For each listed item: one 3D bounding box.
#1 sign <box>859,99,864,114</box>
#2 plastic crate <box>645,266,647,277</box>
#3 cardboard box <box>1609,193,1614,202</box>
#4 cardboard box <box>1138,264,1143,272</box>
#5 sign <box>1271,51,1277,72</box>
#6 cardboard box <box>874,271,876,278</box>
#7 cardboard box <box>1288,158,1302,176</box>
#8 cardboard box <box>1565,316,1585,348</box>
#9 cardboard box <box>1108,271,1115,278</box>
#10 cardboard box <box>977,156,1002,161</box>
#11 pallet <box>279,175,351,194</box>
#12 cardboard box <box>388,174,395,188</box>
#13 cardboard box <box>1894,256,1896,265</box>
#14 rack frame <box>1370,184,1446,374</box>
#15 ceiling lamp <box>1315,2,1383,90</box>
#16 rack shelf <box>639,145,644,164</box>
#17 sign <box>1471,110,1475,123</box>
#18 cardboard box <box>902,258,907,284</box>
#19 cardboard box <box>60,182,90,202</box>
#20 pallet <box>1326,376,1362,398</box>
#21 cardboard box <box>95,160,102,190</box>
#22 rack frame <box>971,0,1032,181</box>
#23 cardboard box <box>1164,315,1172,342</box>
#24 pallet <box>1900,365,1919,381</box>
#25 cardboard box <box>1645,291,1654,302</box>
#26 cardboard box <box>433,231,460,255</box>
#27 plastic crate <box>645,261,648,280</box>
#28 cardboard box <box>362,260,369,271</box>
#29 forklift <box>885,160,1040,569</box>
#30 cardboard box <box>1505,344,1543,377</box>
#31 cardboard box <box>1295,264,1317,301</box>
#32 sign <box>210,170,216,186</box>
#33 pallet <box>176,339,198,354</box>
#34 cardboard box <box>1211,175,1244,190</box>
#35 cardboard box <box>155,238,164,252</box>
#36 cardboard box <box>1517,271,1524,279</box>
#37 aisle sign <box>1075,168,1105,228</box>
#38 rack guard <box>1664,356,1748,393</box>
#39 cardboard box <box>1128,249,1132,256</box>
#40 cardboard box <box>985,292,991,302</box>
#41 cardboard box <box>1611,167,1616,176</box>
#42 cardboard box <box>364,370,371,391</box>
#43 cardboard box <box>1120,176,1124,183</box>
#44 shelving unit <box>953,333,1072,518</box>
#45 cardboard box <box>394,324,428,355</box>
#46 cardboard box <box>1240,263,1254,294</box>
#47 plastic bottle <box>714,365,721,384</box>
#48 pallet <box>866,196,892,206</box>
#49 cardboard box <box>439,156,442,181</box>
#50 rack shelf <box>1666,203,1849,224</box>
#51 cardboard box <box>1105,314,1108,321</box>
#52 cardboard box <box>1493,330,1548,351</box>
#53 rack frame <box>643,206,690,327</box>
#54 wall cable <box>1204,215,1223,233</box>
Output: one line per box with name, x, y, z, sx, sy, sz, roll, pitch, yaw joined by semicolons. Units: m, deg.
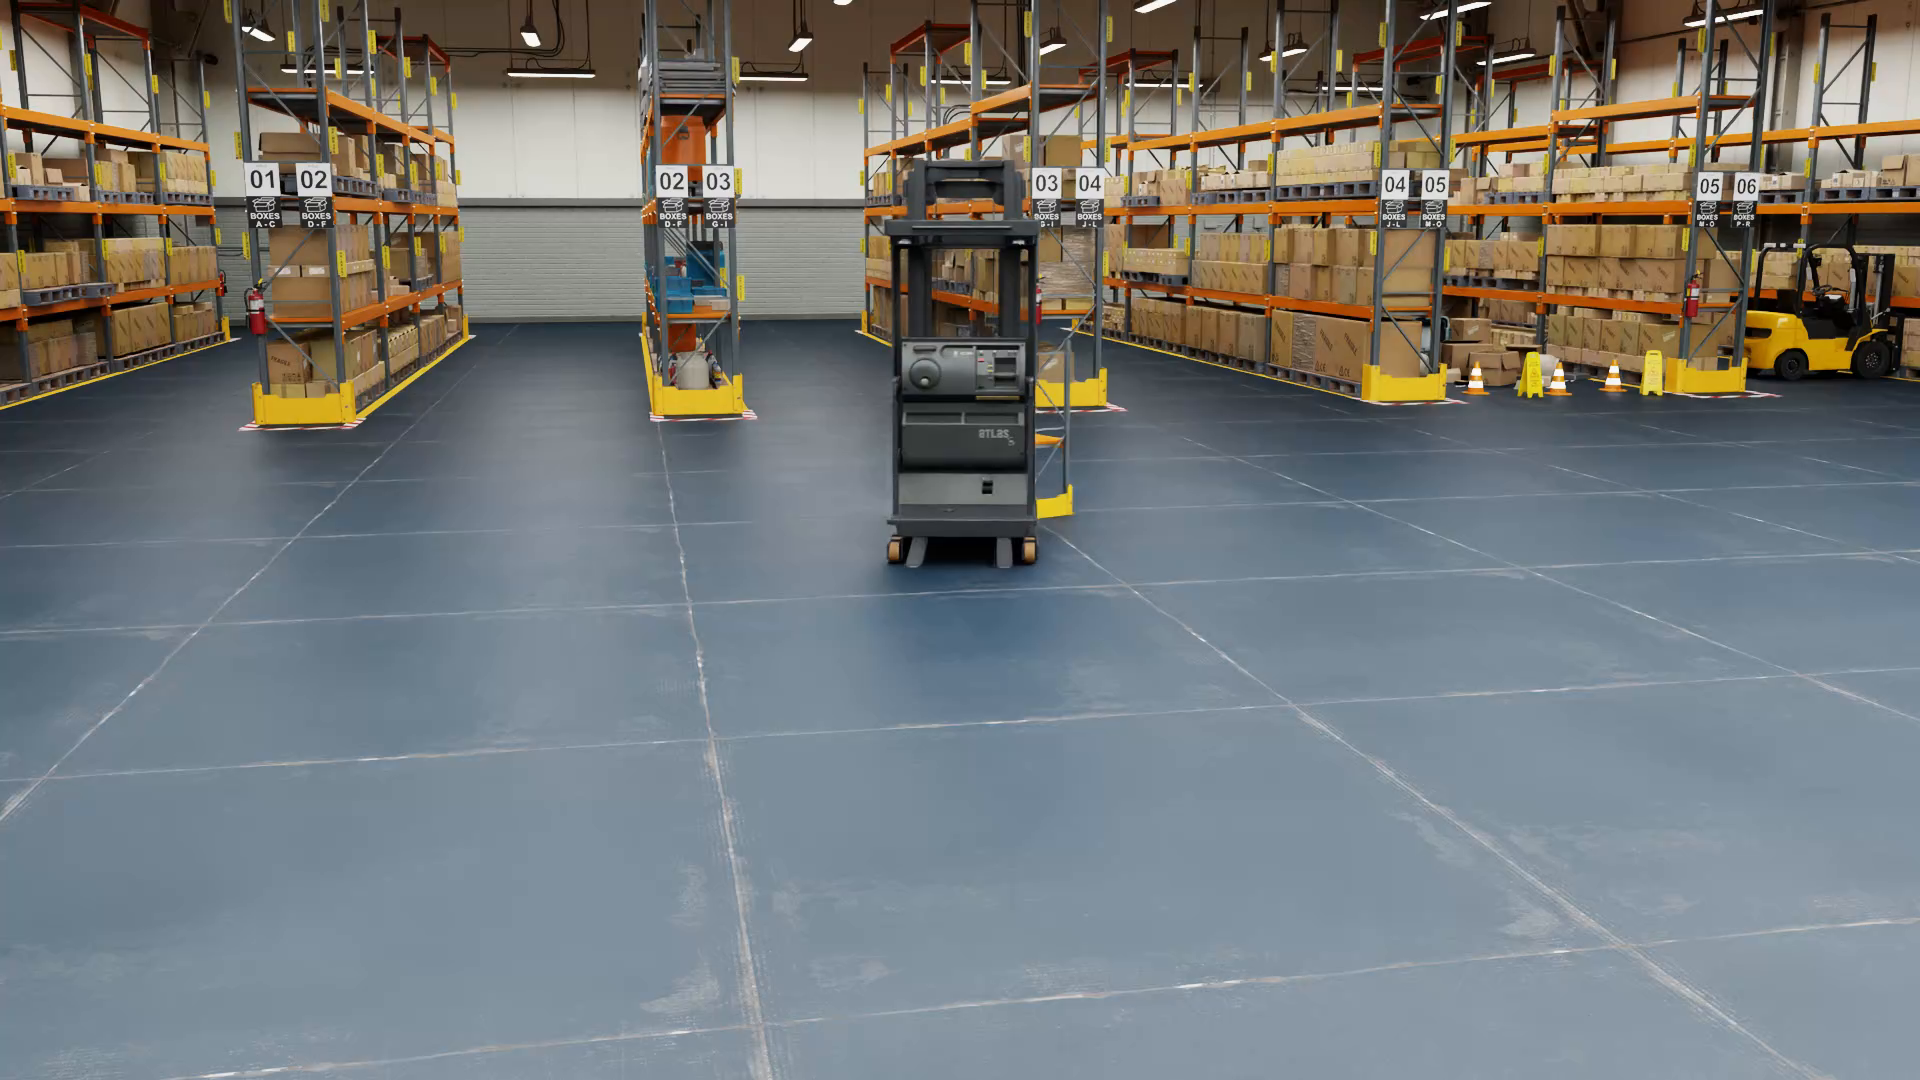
sign;-2.212;-9.727;37.314;0.100;0.325;0.005;-2;11;-11
plastic crate;-6.544;-5.731;35.571;0.416;0.233;0.300;-2;11;-11
cardboard box;10.508;-5.423;26.314;0.380;0.149;0.250;-2;11;-11
cardboard box;3.824;-5.495;33.595;0.380;0.149;0.250;-3;11;-14
sign;5.022;-7.646;26.593;0.100;0.325;0.005;-2;11;-11
cardboard box;-1.669;-5.826;36.457;0.380;0.149;0.250;-2;11;-12
cardboard box;5.472;-5.833;26.011;0.500;0.250;0.500;-2;11;-11
cardboard box;10.354;-3.430;27.421;0.500;0.500;0.500;-2;11;-9
cardboard box;3.452;-5.803;36.332;0.380;0.149;0.250;-3;11;-13
cardboard box;0.673;-5.882;26.656;0.797;0.503;0.637;-3;11;-14
pallet;-8.385;-4.529;21.184;1.003;0.211;1.213;-2;11;-11
cardboard box;-9.566;-5.865;27.245;0.500;0.250;0.500;-2;11;-9
cardboard box;15.458;-4.574;27.205;0.380;0.149;0.250;-2;11;-11
rack frame;6.330;-3.490;23.510;1.000;3.000;0.127;-2;11;-11
ceiling lamp;10.117;-13.026;41.954;2.000;3.185;0.800;-2;11;-11
rack shelf;-6.136;-8.113;34.747;1.077;0.370;4.000;-2;11;-11
sign;12.390;-10.229;40.163;0.100;0.325;0.005;-2;11;-11
cardboard box;-0.849;-5.301;32.756;0.500;0.500;0.500;-2;11;-12
cardboard box;-14.282;-5.572;26.613;0.500;0.311;0.500;-2;11;-11
pallet;6.098;-2.264;24.526;1.003;0.211;1.213;-2;11;-11
cardboard box;-14.992;-6.176;28.155;0.700;0.500;0.500;-3;11;-14
rack frame;0.667;-7.009;25.953;1.000;3.000;0.127;-2;11;-11
cardboard box;4.292;-4.142;32.498;0.500;0.500;0.500;-2;11;-9
pallet;15.844;-2.639;26.494;1.003;0.211;1.213;-2;11;-11
cardboard box;10.696;-3.716;25.370;0.380;0.149;0.250;-2;11;-12
cardboard box;-11.028;-6.372;35.709;0.500;0.500;0.500;-2;11;-12
plastic crate;-6.172;-5.444;33.657;0.392;0.384;0.575;-2;11;-11
cardboard box;-8.688;-3.934;23.843;0.380;0.149;0.250;-2;11;-13
forklift;0.025;-1.321;12.300;1.130;2.935;3.031;0;11;1
cardboard box;9.262;-2.949;27.348;0.500;0.500;0.500;6;12;28
cardboard box;5.754;-4.027;25.928;0.875;0.550;0.550;-2;11;-11
sign;-15.708;-7.609;34.972;0.100;0.325;0.005;-2;11;-11
pallet;-15.536;-3.761;32.392;1.003;0.211;1.213;-2;11;-11
cardboard box;4.797;-6.380;29.681;0.500;0.250;0.500;-2;11;-9
cardboard box;-15.123;-5.486;30.873;0.500;0.250;0.500;-2;11;-10
cardboard box;9.983;-4.638;29.092;0.380;0.149;0.250;-2;11;-13
aisle sign;1.751;-4.605;22.414;0.394;0.787;0.004;-2;11;-11
rack guard;11.151;-2.474;24.860;1.175;0.500;0.348;-2;11;-11
cardboard box;3.682;-5.926;34.267;0.380;0.149;0.250;-2;11;-9
cardboard box;0.592;-3.704;25.306;0.380;0.149;0.250;-2;11;-11
cardboard box;10.512;-5.812;26.228;0.380;0.149;0.250;-2;11;-10
cardboard box;-8.449;-2.206;22.993;0.500;0.250;0.500;-2;11;-11
cardboard box;3.606;-7.628;35.225;0.380;0.149;0.250;-2;11;-10
shelving unit;0.433;-1.014;14.513;0.587;1.500;1.083;-7;13;-33
cardboard box;-9.637;-3.518;29.165;0.500;0.500;0.500;-2;11;-9
cardboard box;5.090;-4.451;28.293;0.500;0.500;0.500;-2;11;-12
plastic bottle;-3.460;-2.368;23.734;0.097;0.271;0.097;0;11;0
pallet;-1.512;-7.557;37.092;1.003;0.211;1.213;-2;11;-11
cardboard box;-10.800;-7.459;33.401;0.700;0.500;0.500;-2;11;-11
rack shelf;14.867;-6.090;31.073;1.077;0.370;4.000;-2;11;-11
cardboard box;3.435;-4.932;36.793;0.380;0.149;0.250;-3;11;-14
cardboard box;10.140;-3.565;29.811;0.950;0.372;0.625;-1;11;-7
rack frame;-6.525;-6.082;37.131;1.000;3.000;0.127;-2;11;-11
wall cable;6.934;-8.171;45.302;0.585;1.953;0.123;-2;11;-11
